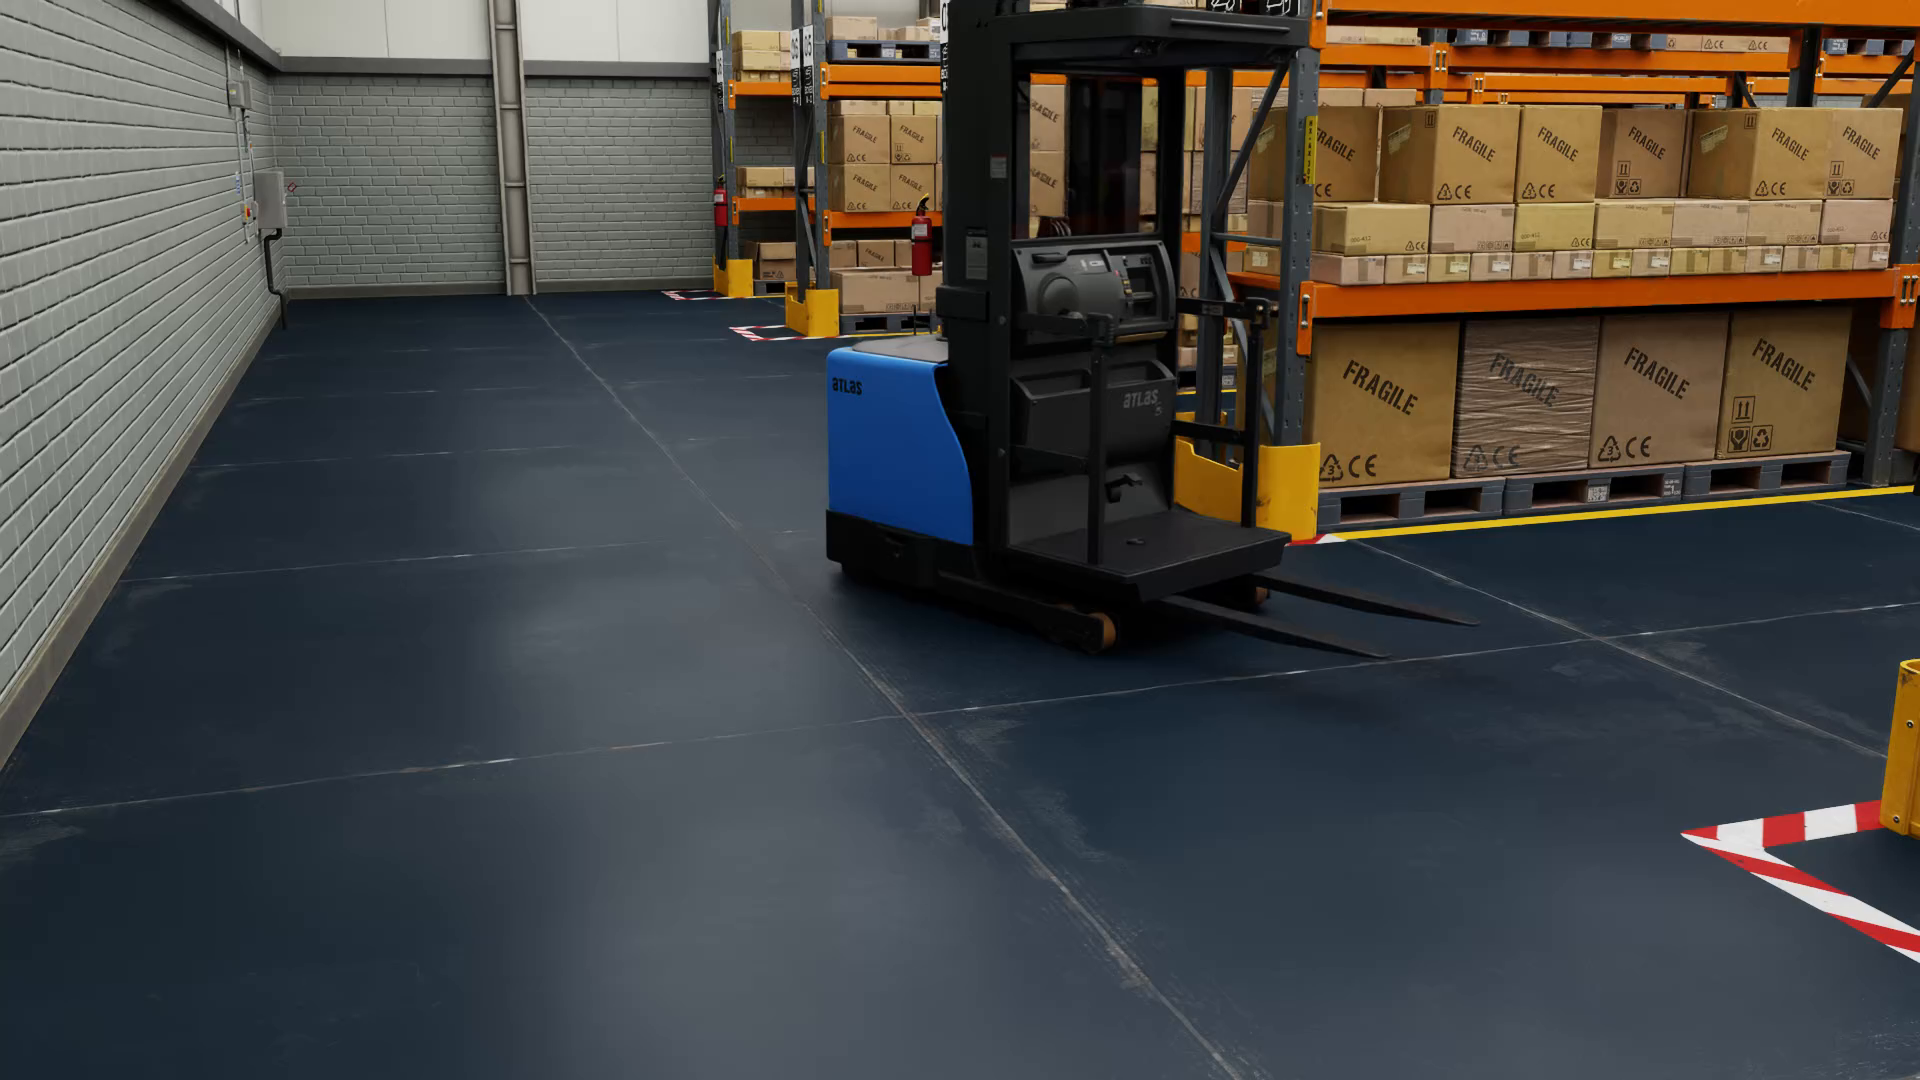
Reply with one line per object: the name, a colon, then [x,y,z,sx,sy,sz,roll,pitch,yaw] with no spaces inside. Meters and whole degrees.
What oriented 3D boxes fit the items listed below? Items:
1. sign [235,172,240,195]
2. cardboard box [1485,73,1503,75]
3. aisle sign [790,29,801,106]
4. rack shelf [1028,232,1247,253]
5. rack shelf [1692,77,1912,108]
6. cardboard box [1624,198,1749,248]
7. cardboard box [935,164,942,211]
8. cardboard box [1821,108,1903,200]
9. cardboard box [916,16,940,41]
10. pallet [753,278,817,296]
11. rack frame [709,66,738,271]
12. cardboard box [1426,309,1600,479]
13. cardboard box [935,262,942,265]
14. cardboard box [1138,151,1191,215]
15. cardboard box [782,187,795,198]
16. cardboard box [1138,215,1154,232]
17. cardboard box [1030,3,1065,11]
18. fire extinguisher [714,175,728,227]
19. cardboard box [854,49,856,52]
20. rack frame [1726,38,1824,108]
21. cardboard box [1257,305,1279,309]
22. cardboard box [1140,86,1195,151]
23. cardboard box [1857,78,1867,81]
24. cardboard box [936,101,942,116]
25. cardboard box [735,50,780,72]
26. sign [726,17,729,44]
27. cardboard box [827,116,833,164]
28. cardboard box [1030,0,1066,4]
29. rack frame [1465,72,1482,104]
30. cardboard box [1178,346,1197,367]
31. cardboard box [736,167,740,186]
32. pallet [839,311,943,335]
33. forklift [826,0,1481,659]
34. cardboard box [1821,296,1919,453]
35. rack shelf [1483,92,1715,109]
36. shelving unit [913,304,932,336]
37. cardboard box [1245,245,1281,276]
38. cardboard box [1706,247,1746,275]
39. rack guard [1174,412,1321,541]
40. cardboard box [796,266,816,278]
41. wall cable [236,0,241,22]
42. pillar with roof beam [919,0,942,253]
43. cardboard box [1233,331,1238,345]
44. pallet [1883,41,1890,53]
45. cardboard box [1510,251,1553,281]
sign: [-6.986,-3.452,16.087,0.001,0.218,0.327,-4,14,-18]
cardboard box: [6.329,-5.670,20.058,0.250,0.149,0.380,-4,14,-18]
aisle sign: [-1.773,-5.084,17.916,0.004,0.787,0.394,-4,14,-18]
rack shelf: [1.964,-2.476,14.124,4.000,0.370,1.077,-4,14,-18]
rack shelf: [11.663,-5.899,22.033,4.000,0.370,1.077,-4,14,-18]
cardboard box: [4.037,-1.783,9.339,0.500,0.250,0.500,-4,14,-17]
cardboard box: [-0.101,-3.855,18.150,0.500,0.500,0.500,-5,14,-18]
cardboard box: [4.995,-2.222,9.564,0.500,0.500,0.500,-4,14,-16]
cardboard box: [-0.172,-5.525,17.975,0.500,0.311,0.500,-4,14,-17]
pallet: [-2.366,-3.553,23.123,1.213,0.211,1.003,-4,14,-18]
rack frame: [-3.193,-4.845,22.529,0.127,3.000,1.000,-4,14,-18]
cardboard box: [2.998,-0.886,9.568,0.875,0.875,0.875,-4,14,-18]
cardboard box: [-0.174,-3.882,23.483,0.258,0.266,0.396,-4,14,-16]
cardboard box: [1.549,-2.923,13.589,0.500,0.500,0.500,-4,14,-17]
cardboard box: [-2.330,-4.743,22.642,0.250,0.149,0.380,-5,14,-19]
cardboard box: [1.447,-2.608,13.667,0.250,0.149,0.380,-5,14,-19]
cardboard box: [0.575,-4.042,12.994,0.500,0.250,0.500,-4,14,-16]
fire extinguisher: [-3.185,-4.514,22.109,0.183,0.674,0.296,-4,14,-18]
cardboard box: [-1.252,-6.710,22.489,0.500,0.250,0.500,-4,14,-17]
rack frame: [7.651,-3.269,15.903,0.127,3.000,1.000,-4,14,-18]
cardboard box: [2.644,-1.907,14.146,0.250,0.149,0.380,-5,14,-21]
cardboard box: [1.555,-3.405,13.456,0.500,0.500,0.500,-5,14,-19]
cardboard box: [11.605,-6.062,21.707,0.250,0.149,0.380,-4,14,-18]
cardboard box: [-0.197,-4.656,17.956,0.250,0.149,0.380,-4,14,-18]
cardboard box: [-2.685,-6.349,22.050,0.500,0.250,0.500,-5,14,-19]
sign: [-3.020,-6.610,21.580,0.005,0.325,0.100,-4,14,-18]
cardboard box: [-1.225,-4.379,18.195,0.500,0.500,0.500,-4,14,-16]
cardboard box: [0.577,-4.284,12.932,0.500,0.250,0.500,-4,14,-17]
rack frame: [5.976,-4.347,20.435,0.127,3.000,1.000,-4,14,-18]
cardboard box: [1.875,-1.555,13.951,0.250,0.149,0.380,-5,14,-21]
cardboard box: [-2.842,-5.009,22.899,0.500,0.250,0.500,-4,14,-16]
pallet: [-0.873,-2.476,18.596,1.213,0.211,1.003,-4,14,-18]
forklift: [0.727,-1.101,6.938,1.130,2.935,3.031,-12,18,-41]
cardboard box: [5.946,-1.100,10.471,0.875,0.875,1.225,-4,14,-18]
rack shelf: [10.076,-6.987,26.609,4.000,0.370,1.077,-4,14,-18]
shelving unit: [-0.107,-0.611,8.618,0.189,1.200,0.258,-6,14,-22]
cardboard box: [1.787,-1.559,9.259,0.250,0.149,0.380,-4,14,-17]
cardboard box: [4.186,-1.586,9.369,0.250,0.149,0.380,-4,14,-17]
rack guard: [1.532,-0.365,9.097,0.348,0.500,1.175,-4,14,-18]
cardboard box: [-2.168,-3.709,23.008,0.250,0.149,0.380,-5,14,-20]
wall cable: [-7.998,-6.991,18.504,0.133,3.039,2.988,-4,14,-18]
pillar with roof beam: [1.024,-7.261,19.721,0.400,9.000,9.100,-4,14,-18]
cardboard box: [2.397,-1.761,14.174,0.250,0.149,0.380,-5,14,-21]
pallet: [9.303,-4.778,16.176,1.213,0.211,1.003,-4,14,-15]
cardboard box: [2.969,-1.491,8.971,0.250,0.149,0.380,-5,14,-19]
